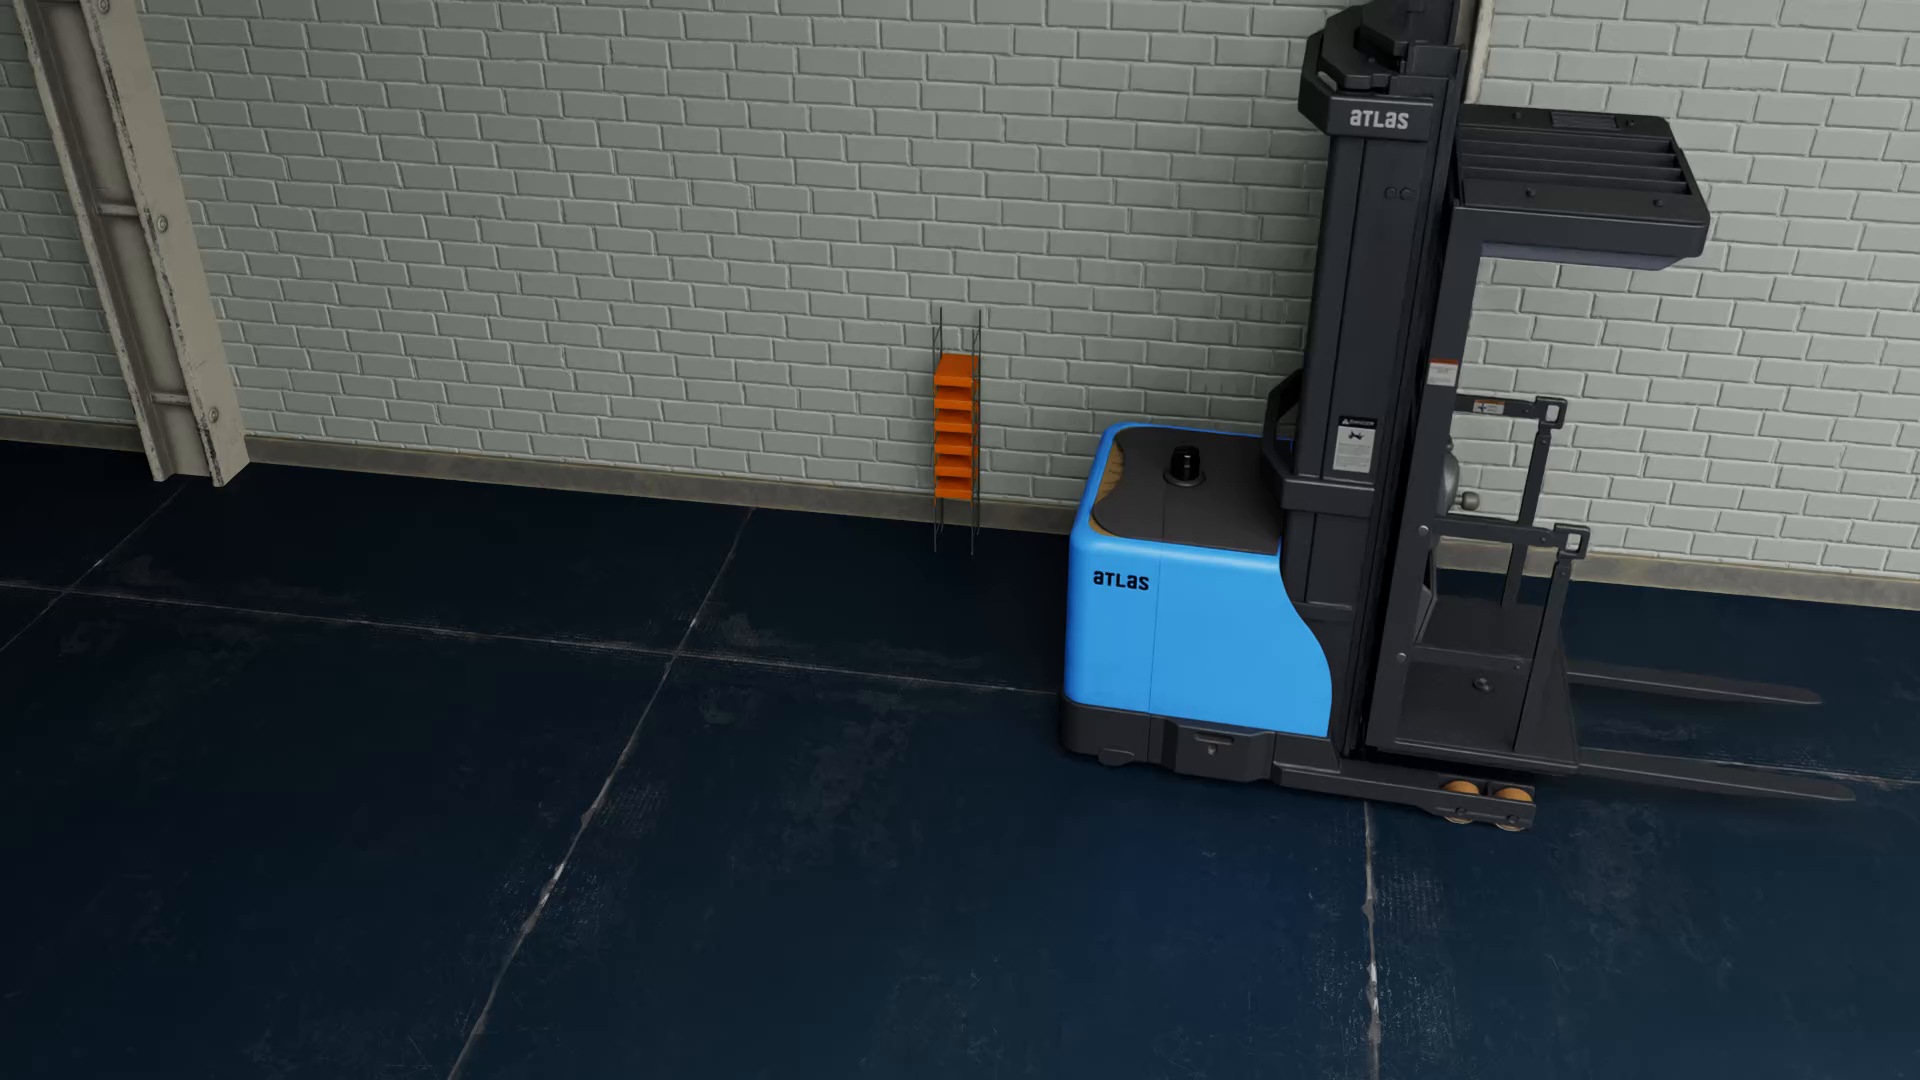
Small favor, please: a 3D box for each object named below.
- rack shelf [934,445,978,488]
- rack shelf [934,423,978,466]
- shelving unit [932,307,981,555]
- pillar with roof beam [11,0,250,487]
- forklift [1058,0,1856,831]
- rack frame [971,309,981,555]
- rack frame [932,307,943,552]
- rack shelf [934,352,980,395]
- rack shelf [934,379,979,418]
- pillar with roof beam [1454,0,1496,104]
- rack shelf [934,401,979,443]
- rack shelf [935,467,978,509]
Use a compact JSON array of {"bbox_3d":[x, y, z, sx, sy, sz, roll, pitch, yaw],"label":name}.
[{"bbox_3d":[-0.014,-0.365,8.013,0.180,0.103,0.258,5,32,7],"label":"rack shelf"},{"bbox_3d":[-0.014,-0.467,7.949,0.180,0.103,0.258,5,32,7],"label":"rack shelf"},{"bbox_3d":[-0.014,-0.505,7.926,0.189,1.200,0.258,5,32,7],"label":"shelving unit"},{"bbox_3d":[-4.750,-1.939,2.866,0.400,9.000,9.100,5,32,8],"label":"pillar with roof beam"},{"bbox_3d":[1.974,-0.425,6.166,3.031,2.935,1.130,7,33,11],"label":"forklift"},{"bbox_3d":[0.077,-0.498,7.914,0.006,1.200,0.240,5,32,7],"label":"rack frame"},{"bbox_3d":[-0.104,-0.512,7.937,0.006,1.200,0.240,5,32,7],"label":"rack frame"},{"bbox_3d":[-0.014,-0.772,7.758,0.180,0.103,0.258,5,32,7],"label":"rack shelf"},{"bbox_3d":[-0.014,-0.671,7.822,0.180,0.103,0.258,5,32,7],"label":"rack shelf"},{"bbox_3d":[1.164,-1.403,2.010,0.400,9.000,9.100,5,32,8],"label":"pillar with roof beam"},{"bbox_3d":[-0.014,-0.569,7.886,0.180,0.103,0.258,5,32,7],"label":"rack shelf"},{"bbox_3d":[-0.014,-0.264,8.077,0.180,0.103,0.258,5,32,7],"label":"rack shelf"}]
